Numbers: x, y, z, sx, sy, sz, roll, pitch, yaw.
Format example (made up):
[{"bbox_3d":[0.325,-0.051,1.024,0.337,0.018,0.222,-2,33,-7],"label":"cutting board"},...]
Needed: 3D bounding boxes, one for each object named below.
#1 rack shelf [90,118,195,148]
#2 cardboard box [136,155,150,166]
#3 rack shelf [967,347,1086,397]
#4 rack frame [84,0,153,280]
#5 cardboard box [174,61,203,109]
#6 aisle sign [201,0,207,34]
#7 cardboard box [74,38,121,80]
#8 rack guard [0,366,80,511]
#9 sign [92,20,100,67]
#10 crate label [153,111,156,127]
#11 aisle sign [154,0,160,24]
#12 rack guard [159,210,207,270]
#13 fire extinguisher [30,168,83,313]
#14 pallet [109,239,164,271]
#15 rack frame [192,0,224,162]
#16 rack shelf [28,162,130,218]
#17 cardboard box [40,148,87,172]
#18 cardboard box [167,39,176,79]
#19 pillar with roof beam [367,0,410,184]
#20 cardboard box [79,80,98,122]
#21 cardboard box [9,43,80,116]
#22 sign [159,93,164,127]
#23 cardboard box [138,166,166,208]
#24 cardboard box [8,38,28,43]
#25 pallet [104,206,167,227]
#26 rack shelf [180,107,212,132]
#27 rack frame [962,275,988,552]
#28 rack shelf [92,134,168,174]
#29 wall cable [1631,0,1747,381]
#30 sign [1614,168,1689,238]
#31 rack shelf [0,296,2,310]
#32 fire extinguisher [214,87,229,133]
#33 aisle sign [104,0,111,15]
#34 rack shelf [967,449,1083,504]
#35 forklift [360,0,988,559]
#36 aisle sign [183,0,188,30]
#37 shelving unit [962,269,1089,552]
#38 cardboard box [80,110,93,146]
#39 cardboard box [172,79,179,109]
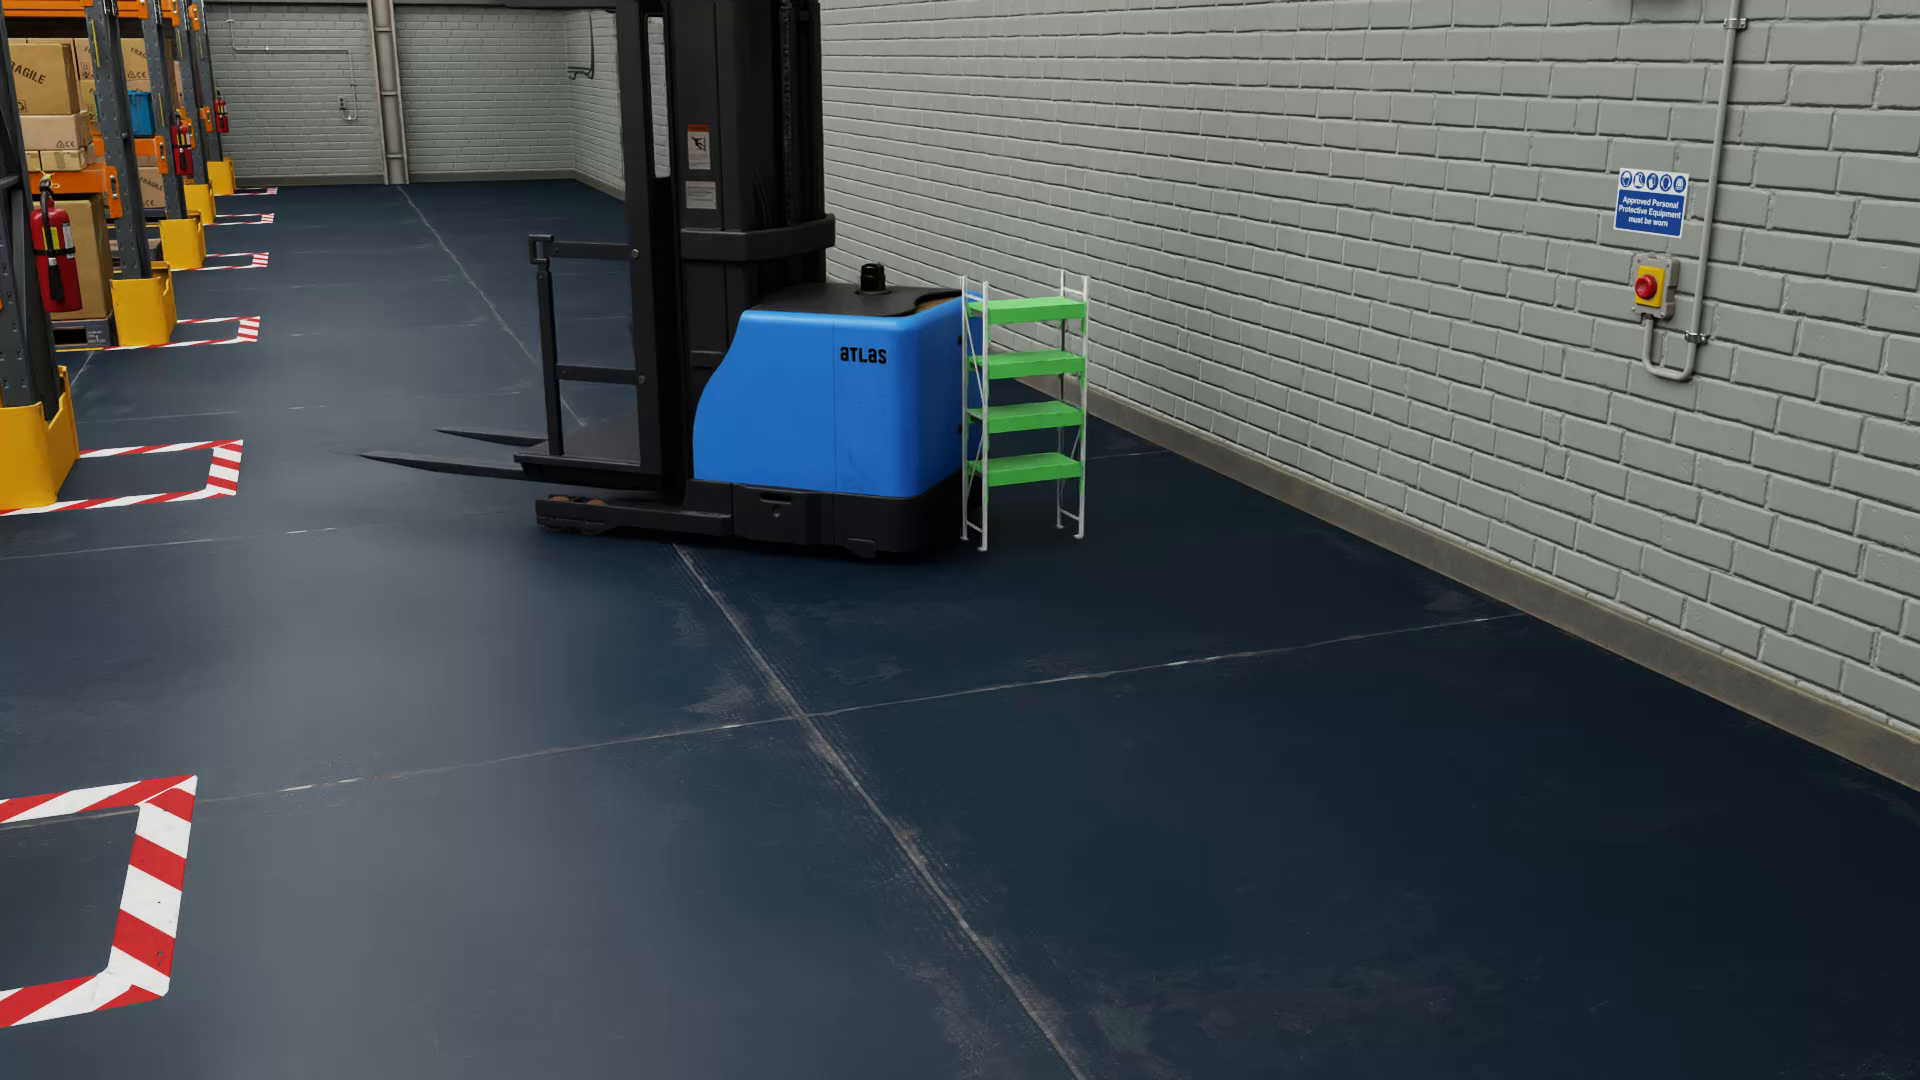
[{"bbox_3d":[-11.838,-5.125,21.004,4.000,0.370,1.077,-6,17,-20],"label":"rack shelf"},{"bbox_3d":[-12.832,-5.830,25.817,0.500,0.500,0.700,-6,17,-20],"label":"cardboard box"},{"bbox_3d":[0.287,-0.752,7.405,0.480,0.148,0.258,-7,18,-23],"label":"rack shelf"},{"bbox_3d":[-6.429,-3.065,12.712,0.127,3.000,1.000,-6,17,-20],"label":"rack frame"},{"bbox_3d":[-12.219,-7.065,25.799,0.700,0.700,0.980,-5,17,-18],"label":"cardboard box"},{"bbox_3d":[-11.572,-8.150,25.415,0.004,0.787,0.394,-6,17,-20],"label":"aisle sign"},{"bbox_3d":[-10.759,-6.031,20.860,0.500,0.500,0.500,-6,17,-19],"label":"cardboard box"},{"bbox_3d":[-4.820,-0.543,8.559,0.348,0.500,1.175,-6,17,-20],"label":"rack guard"},{"bbox_3d":[-6.248,-3.590,12.024,0.005,0.325,0.100,-6,17,-20],"label":"sign"},{"bbox_3d":[-8.550,-4.378,17.375,0.303,0.233,0.416,-6,17,-20],"label":"crate label"},{"bbox_3d":[-8.029,-5.546,16.545,0.004,0.787,0.394,-6,17,-20],"label":"aisle sign"},{"bbox_3d":[-8.184,-3.175,17.522,0.348,0.500,1.175,-6,17,-20],"label":"rack guard"},{"bbox_3d":[-4.348,-1.438,7.970,0.183,0.674,0.296,-6,17,-20],"label":"fire extinguisher"},{"bbox_3d":[-8.985,-2.957,17.294,1.213,0.211,1.003,-6,17,-20],"label":"pallet"},{"bbox_3d":[-11.746,-6.975,26.026,0.127,3.000,1.000,-6,17,-20],"label":"rack frame"},{"bbox_3d":[-8.297,-2.518,12.127,4.000,0.370,1.077,-6,17,-20],"label":"rack shelf"},{"bbox_3d":[-6.644,-2.822,12.330,0.250,0.149,0.380,-6,17,-19],"label":"cardboard box"},{"bbox_3d":[-10.479,-6.224,21.518,0.500,0.500,0.500,-6,17,-18],"label":"cardboard box"},{"bbox_3d":[-7.994,-9.220,23.025,0.400,9.000,9.100,-6,17,-20],"label":"pillar with roof beam"},{"bbox_3d":[-10.774,-5.550,20.996,0.500,0.500,0.500,-6,17,-20],"label":"cardboard box"},{"bbox_3d":[-6.790,-3.377,12.183,0.500,0.500,0.500,-6,17,-19],"label":"cardboard box"},{"bbox_3d":[-7.989,-4.303,16.639,0.005,0.325,0.100,-6,17,-20],"label":"sign"},{"bbox_3d":[-10.390,-4.564,21.472,0.500,0.500,0.500,-6,17,-20],"label":"cardboard box"},{"bbox_3d":[-11.721,-5.926,20.502,0.500,0.500,0.500,-6,17,-18],"label":"cardboard box"},{"bbox_3d":[-10.785,-4.245,21.681,1.213,0.211,1.003,-6,17,-20],"label":"pallet"},{"bbox_3d":[-13.614,-6.428,25.441,4.000,0.370,1.077,-6,17,-20],"label":"rack shelf"},{"bbox_3d":[0.065,-0.555,7.359,0.015,1.200,0.240,-7,18,-23],"label":"rack frame"},{"bbox_3d":[-10.069,-3.821,16.564,4.000,0.370,1.077,-6,17,-20],"label":"rack shelf"},{"bbox_3d":[2.374,-1.535,5.642,0.123,1.953,0.585,-6,17,-20],"label":"wall cable"},{"bbox_3d":[2.414,-1.181,5.816,0.001,0.218,0.327,-6,17,-20],"label":"sign"},{"bbox_3d":[-6.616,-1.203,7.648,4.000,0.370,1.077,-6,17,-20],"label":"rack shelf"},{"bbox_3d":[-11.440,-6.653,25.728,0.183,0.674,0.296,-6,17,-20],"label":"fire extinguisher"},{"bbox_3d":[-6.255,-4.241,12.102,0.004,0.787,0.394,-6,17,-20],"label":"aisle sign"},{"bbox_3d":[0.287,-0.291,7.540,0.480,0.148,0.258,-7,18,-23],"label":"rack shelf"},{"bbox_3d":[-1.439,-1.558,7.700,3.031,2.935,1.130,6,17,19],"label":"forklift"},{"bbox_3d":[-9.797,-6.845,20.971,0.004,0.787,0.394,-6,17,-20],"label":"aisle sign"},{"bbox_3d":[0.287,-0.583,7.454,0.503,1.200,0.258,-7,18,-23],"label":"shelving unit"},{"bbox_3d":[-6.974,-3.158,12.768,0.500,0.250,0.500,-7,18,-22],"label":"cardboard box"},{"bbox_3d":[-10.479,-5.744,21.659,0.500,0.500,0.500,-6,17,-19],"label":"cardboard box"}]
